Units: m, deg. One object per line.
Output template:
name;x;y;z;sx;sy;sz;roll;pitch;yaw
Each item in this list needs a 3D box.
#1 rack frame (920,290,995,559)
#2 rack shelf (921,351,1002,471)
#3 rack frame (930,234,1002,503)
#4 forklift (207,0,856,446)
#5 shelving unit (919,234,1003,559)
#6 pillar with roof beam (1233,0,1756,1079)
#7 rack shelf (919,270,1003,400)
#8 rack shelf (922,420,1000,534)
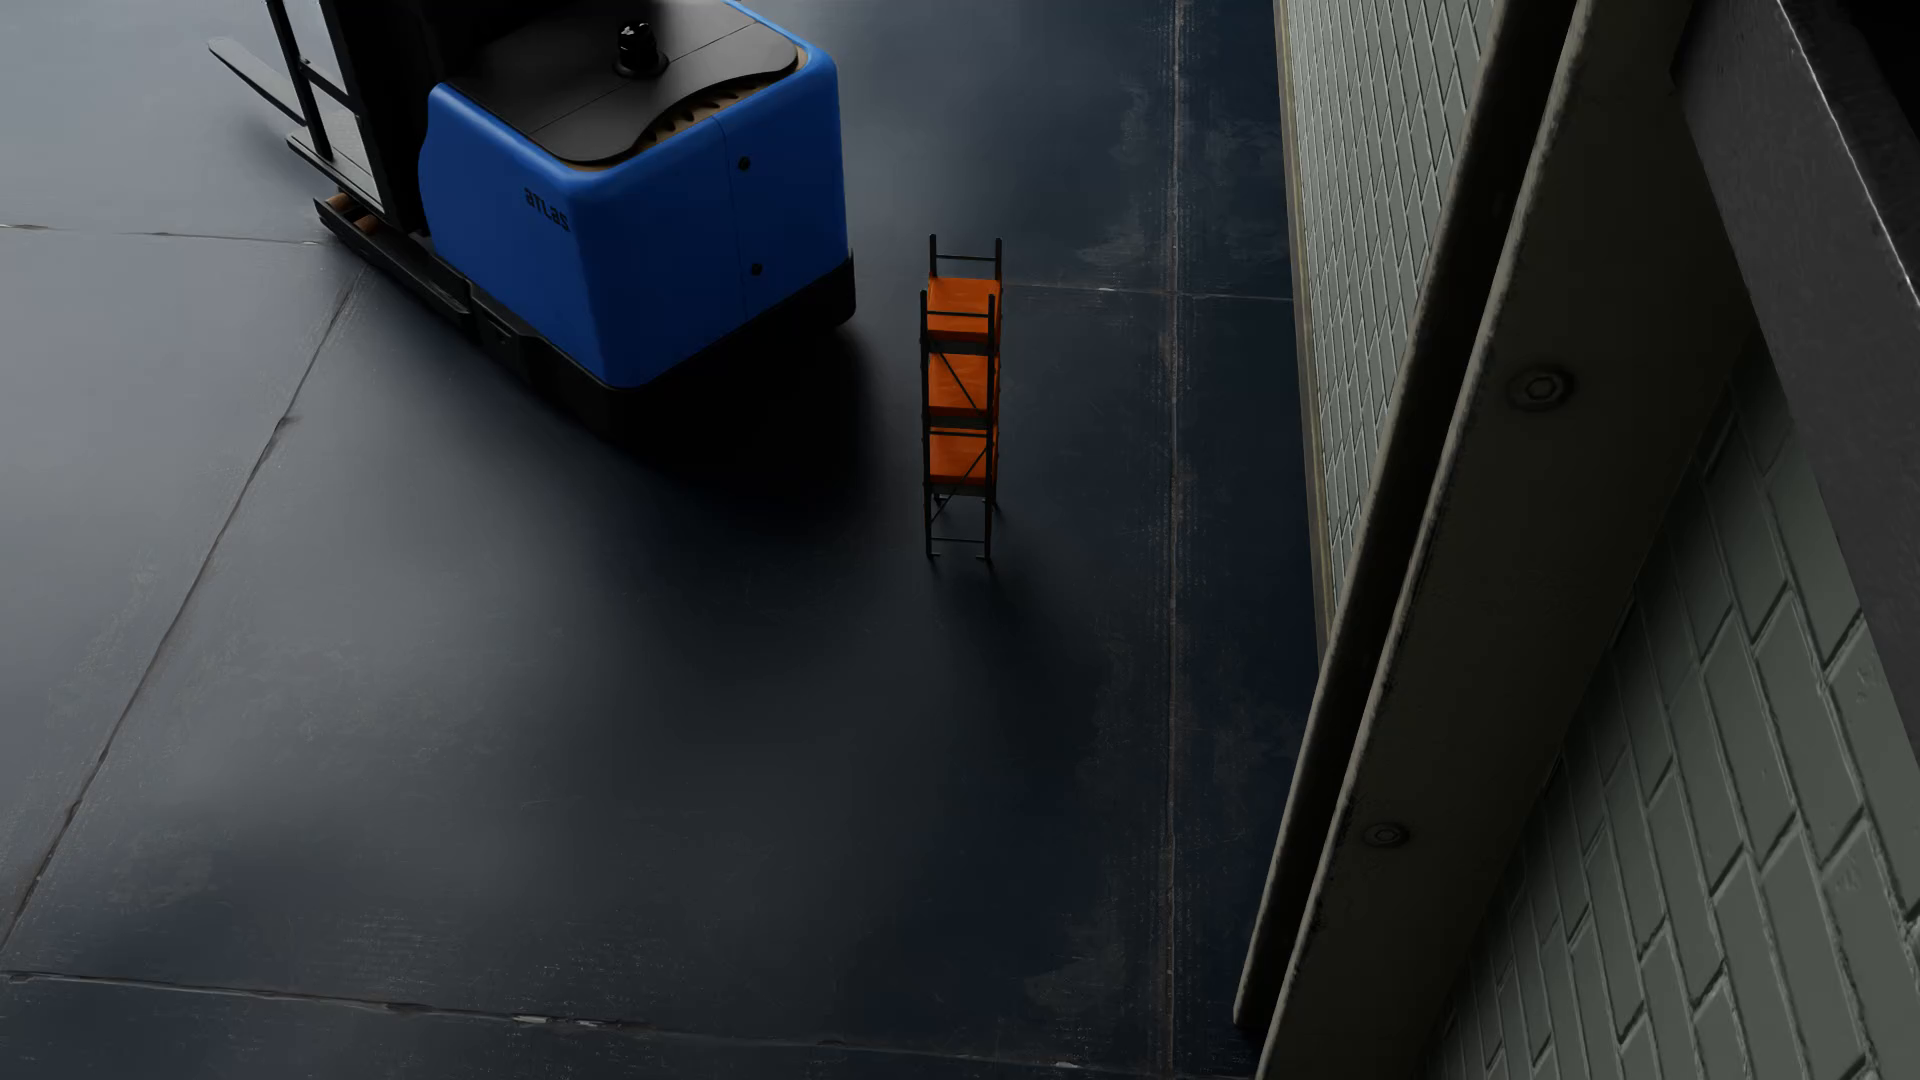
rack frame;-0.006;-0.304;4.817;0.200;1.050;0.008;4;48;4
rack shelf;0.005;-0.387;4.906;0.215;0.259;0.240;4;48;4
rack frame;0.016;-0.483;4.981;0.200;1.050;0.008;4;48;4
forklift;-1.773;-2.274;5.343;3.031;2.935;1.130;36;57;28
shelving unit;0.005;-0.394;4.899;0.215;1.050;0.252;4;48;4
pillar with roof beam;-3.463;-2.003;0.984;9.100;9.000;0.400;4;48;4
rack shelf;0.005;-0.578;4.697;0.215;0.259;0.240;4;48;4
rack shelf;0.005;-0.199;5.111;0.215;0.259;0.240;4;48;4
